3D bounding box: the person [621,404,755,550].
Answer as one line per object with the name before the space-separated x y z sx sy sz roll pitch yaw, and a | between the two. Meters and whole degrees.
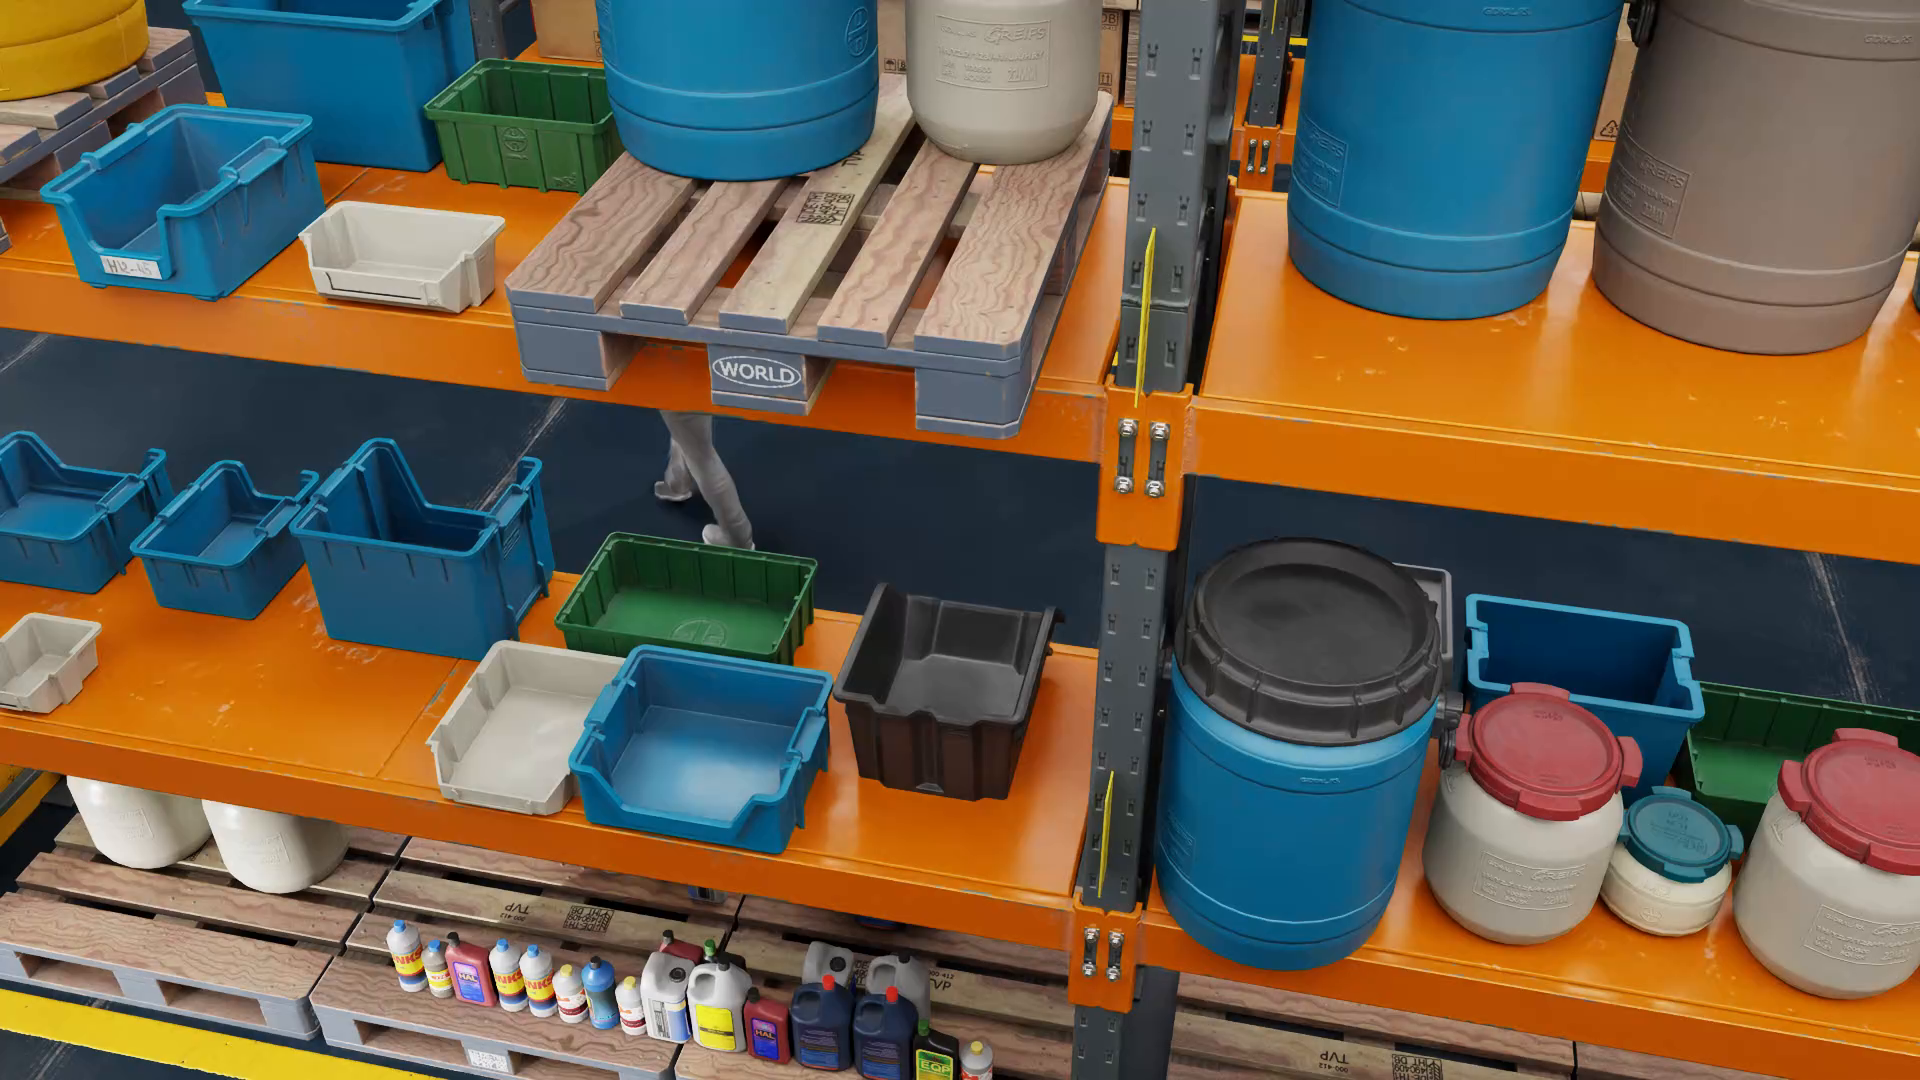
person | -1.216 -0.717 7.093 0.772 1.714 0.486 24 43 29
